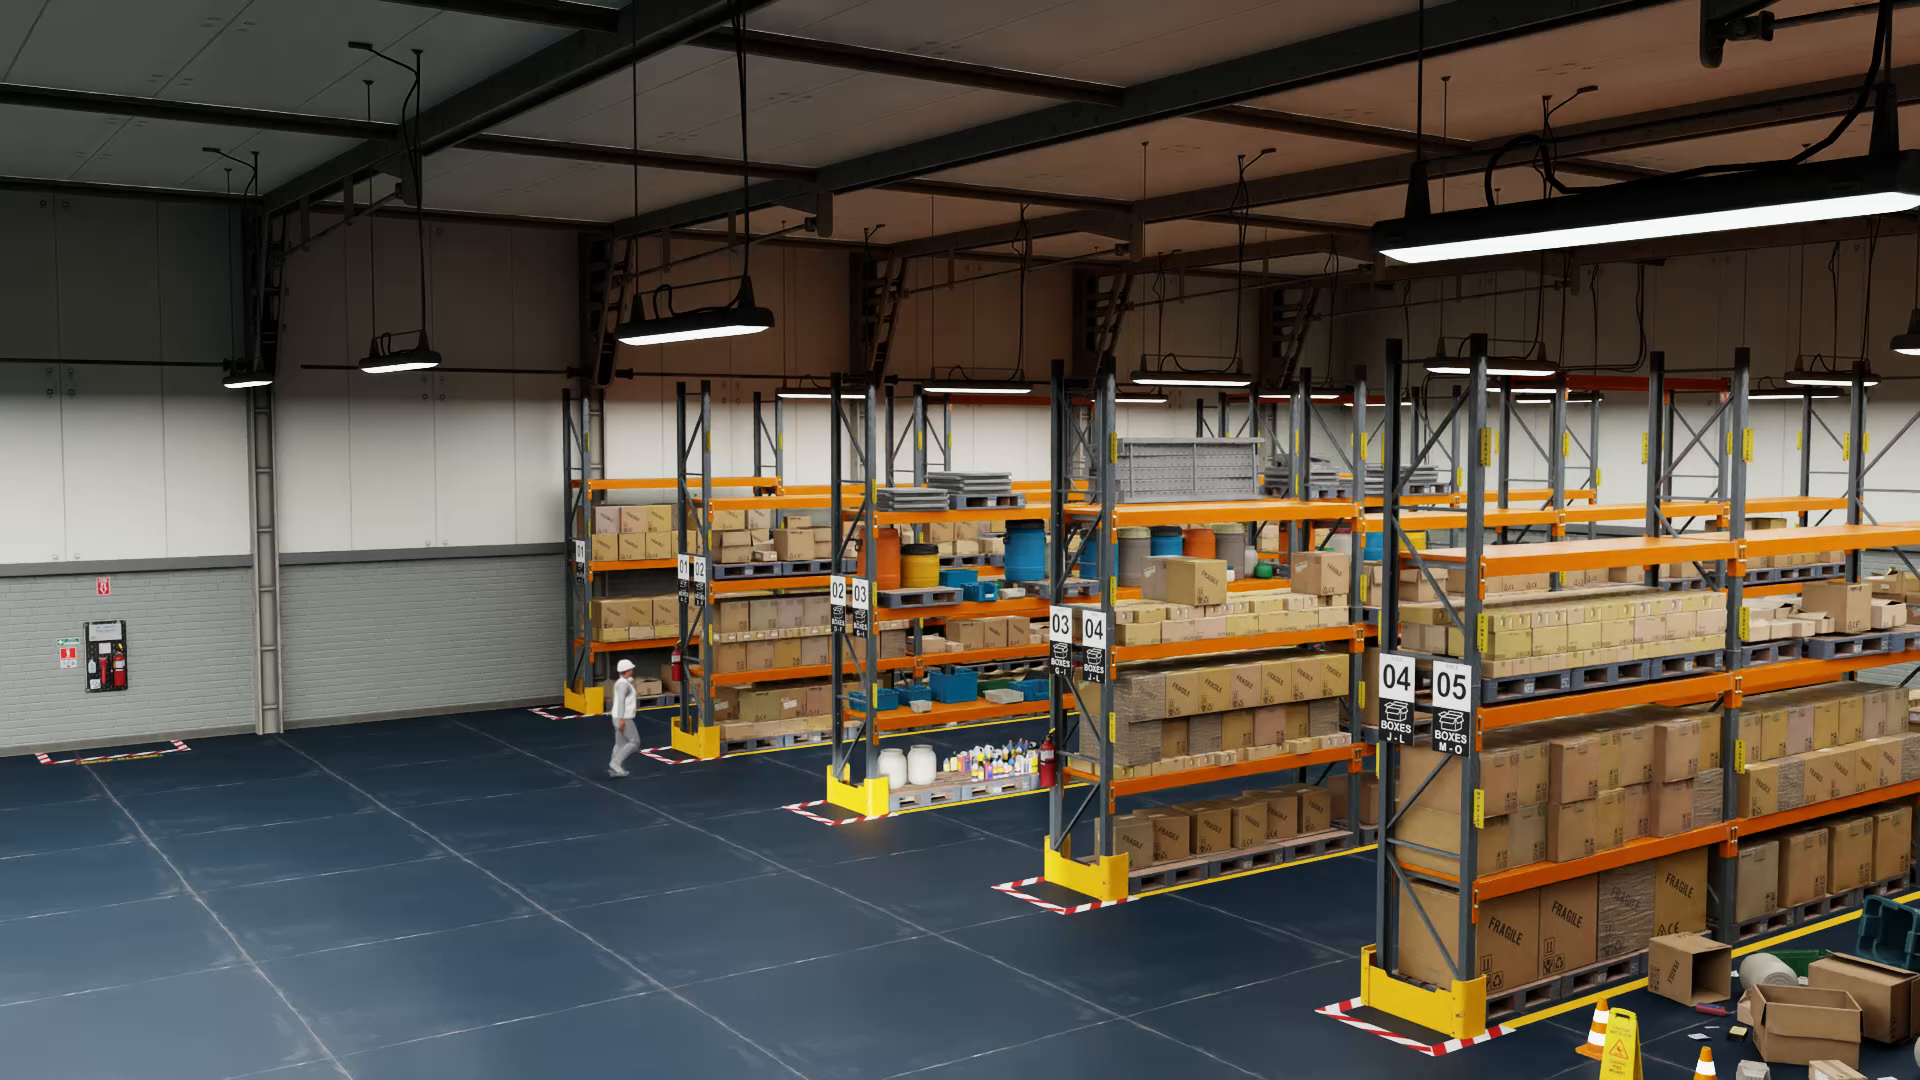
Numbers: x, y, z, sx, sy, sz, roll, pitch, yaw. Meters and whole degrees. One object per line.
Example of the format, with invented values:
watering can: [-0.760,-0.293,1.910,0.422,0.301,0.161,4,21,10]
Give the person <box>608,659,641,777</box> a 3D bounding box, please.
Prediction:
person: [-5.054,2.669,24.967,0.466,1.761,0.567,-1,4,-17]
